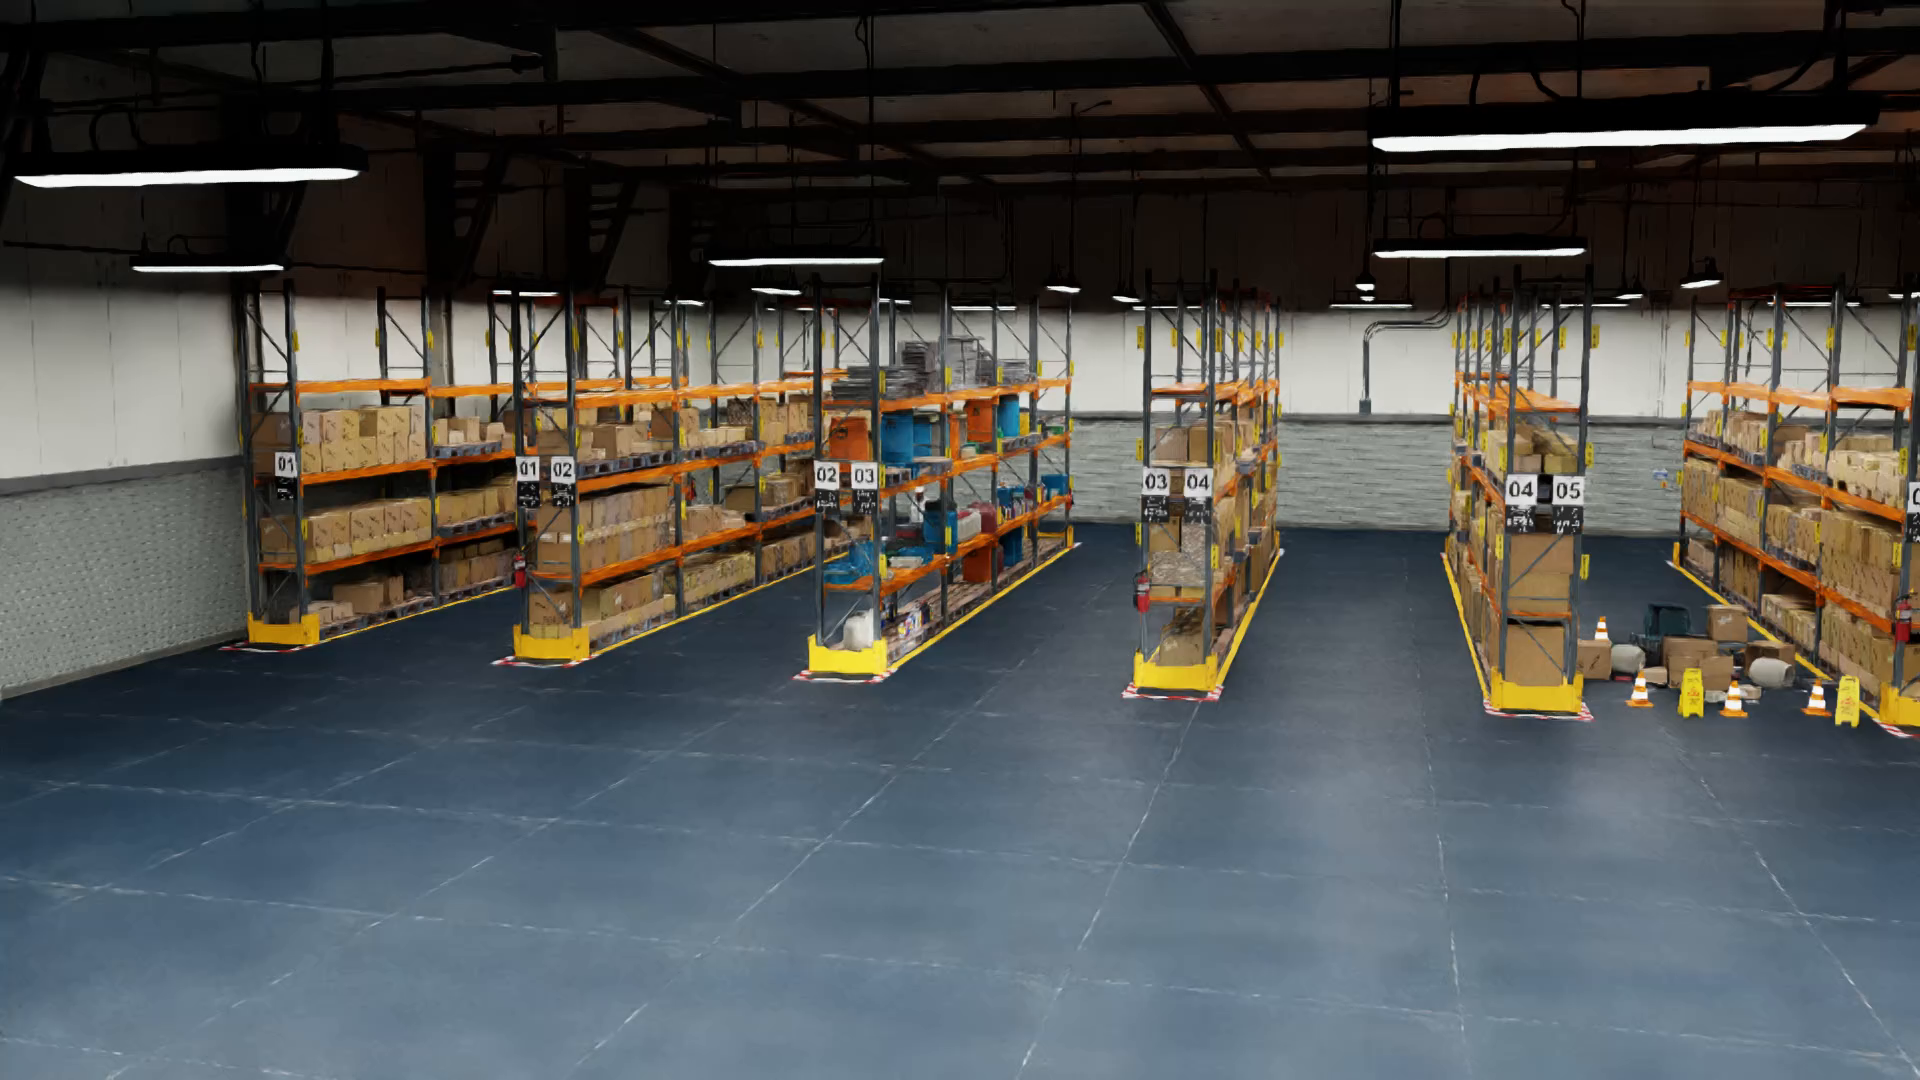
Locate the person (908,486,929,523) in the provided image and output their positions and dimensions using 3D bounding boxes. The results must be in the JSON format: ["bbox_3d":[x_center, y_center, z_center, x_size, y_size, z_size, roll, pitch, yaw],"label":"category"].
[{"bbox_3d":[-0.930,-0.426,38.181,0.542,1.700,1.111,2,7,16],"label":"person"}]

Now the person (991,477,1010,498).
[{"bbox_3d":[1.057,-0.788,41.723,0.606,1.610,0.546,2,7,13],"label":"person"}]
